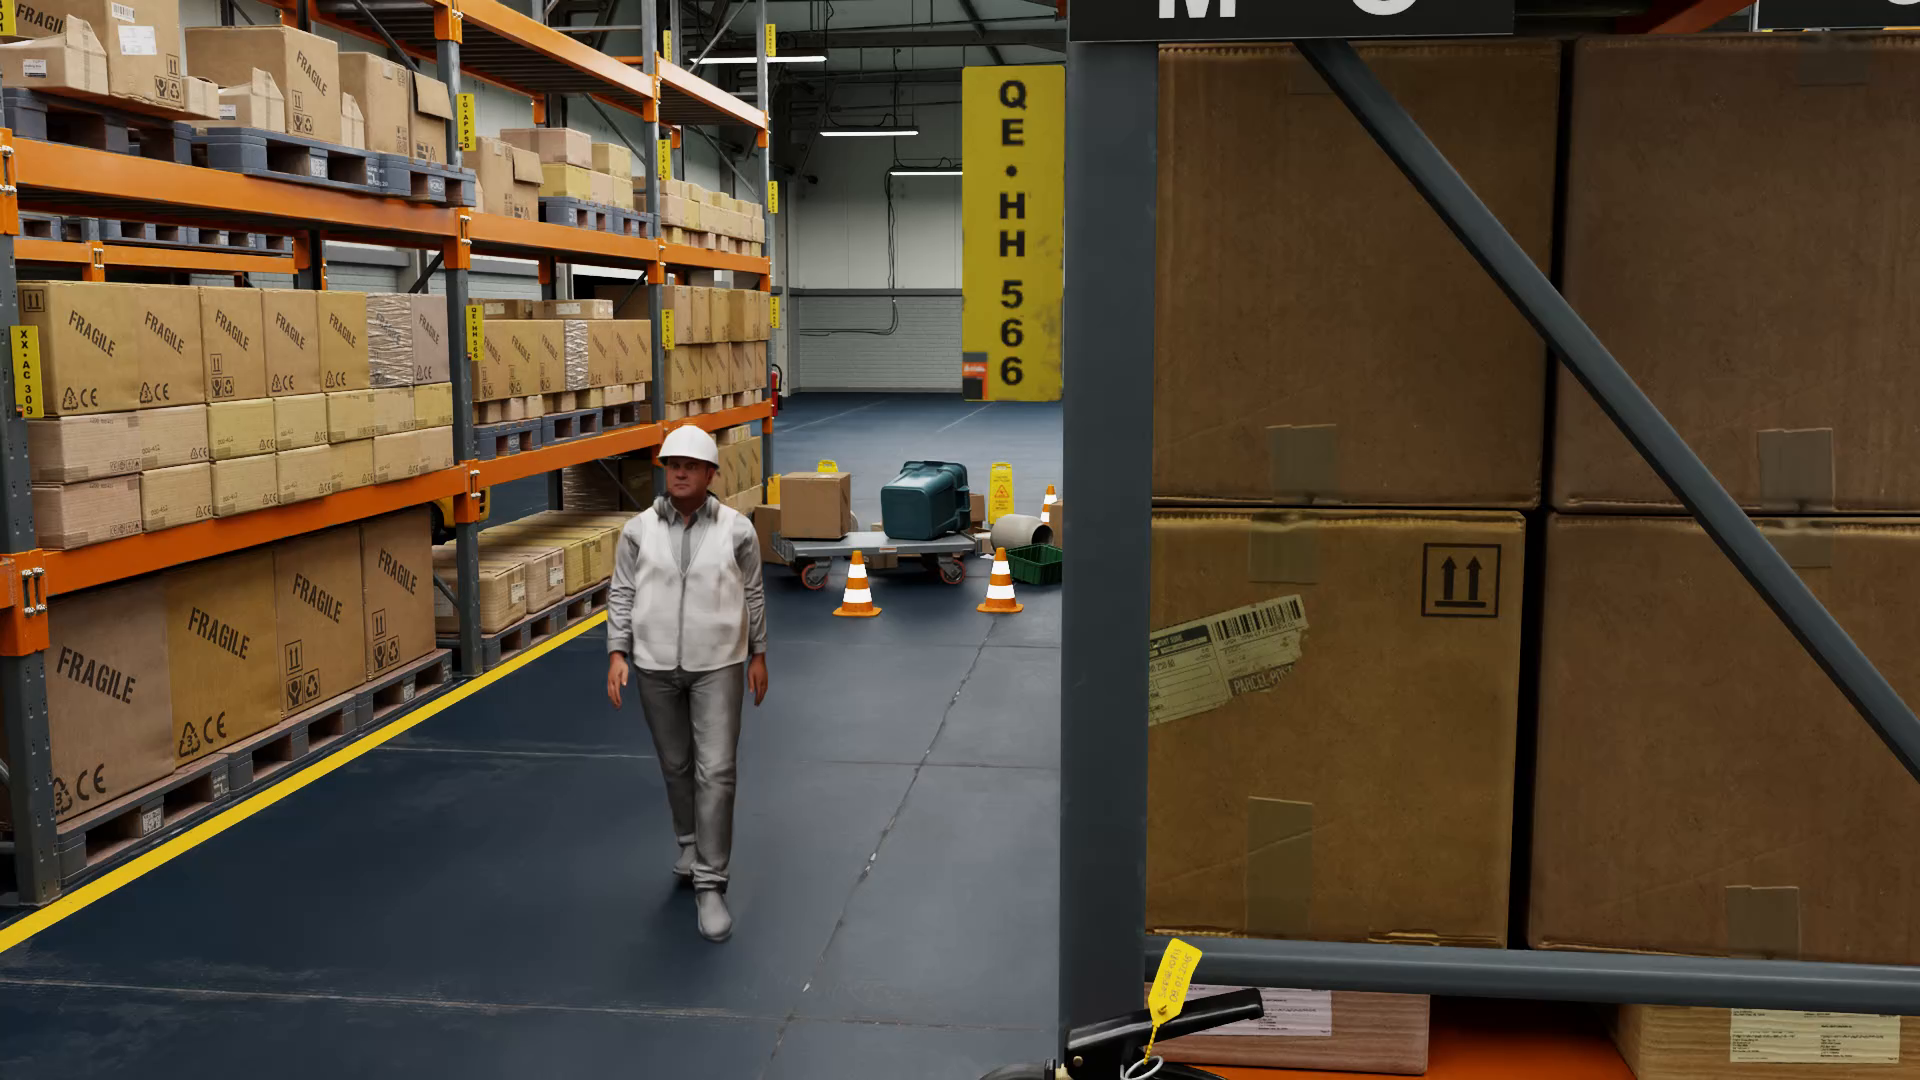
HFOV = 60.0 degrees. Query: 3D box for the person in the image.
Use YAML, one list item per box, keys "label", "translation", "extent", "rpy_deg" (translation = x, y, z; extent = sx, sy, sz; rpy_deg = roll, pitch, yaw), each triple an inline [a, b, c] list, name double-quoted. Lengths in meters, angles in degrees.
- label: "person"
  translation: [-1.016, 0.471, 6.112]
  extent: [0.570, 1.770, 0.858]
  rpy_deg: [0, 8, 1]
